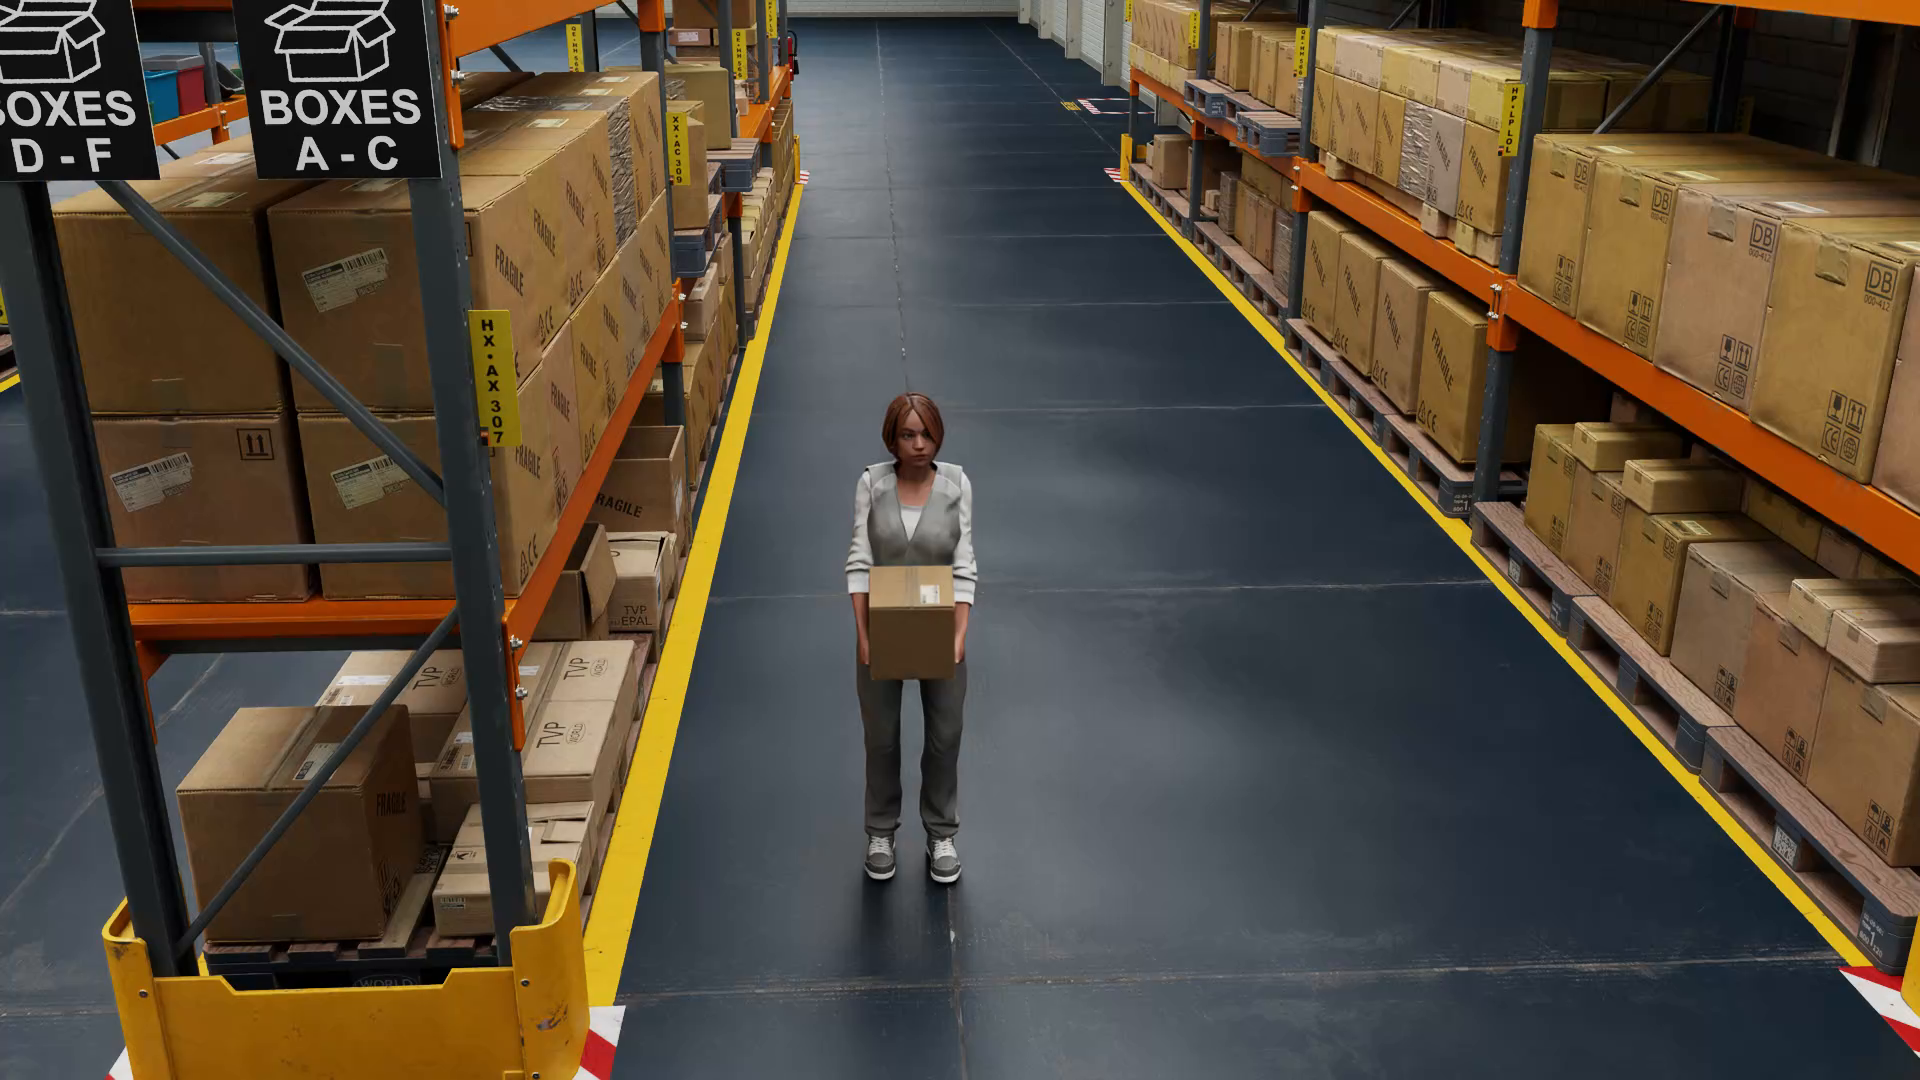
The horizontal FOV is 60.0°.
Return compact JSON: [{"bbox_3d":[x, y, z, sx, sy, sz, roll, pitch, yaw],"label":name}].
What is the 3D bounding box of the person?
[{"bbox_3d":[-0.149,0.344,5.190,0.405,1.594,0.483,-1,21,-2],"label":"person"}]
